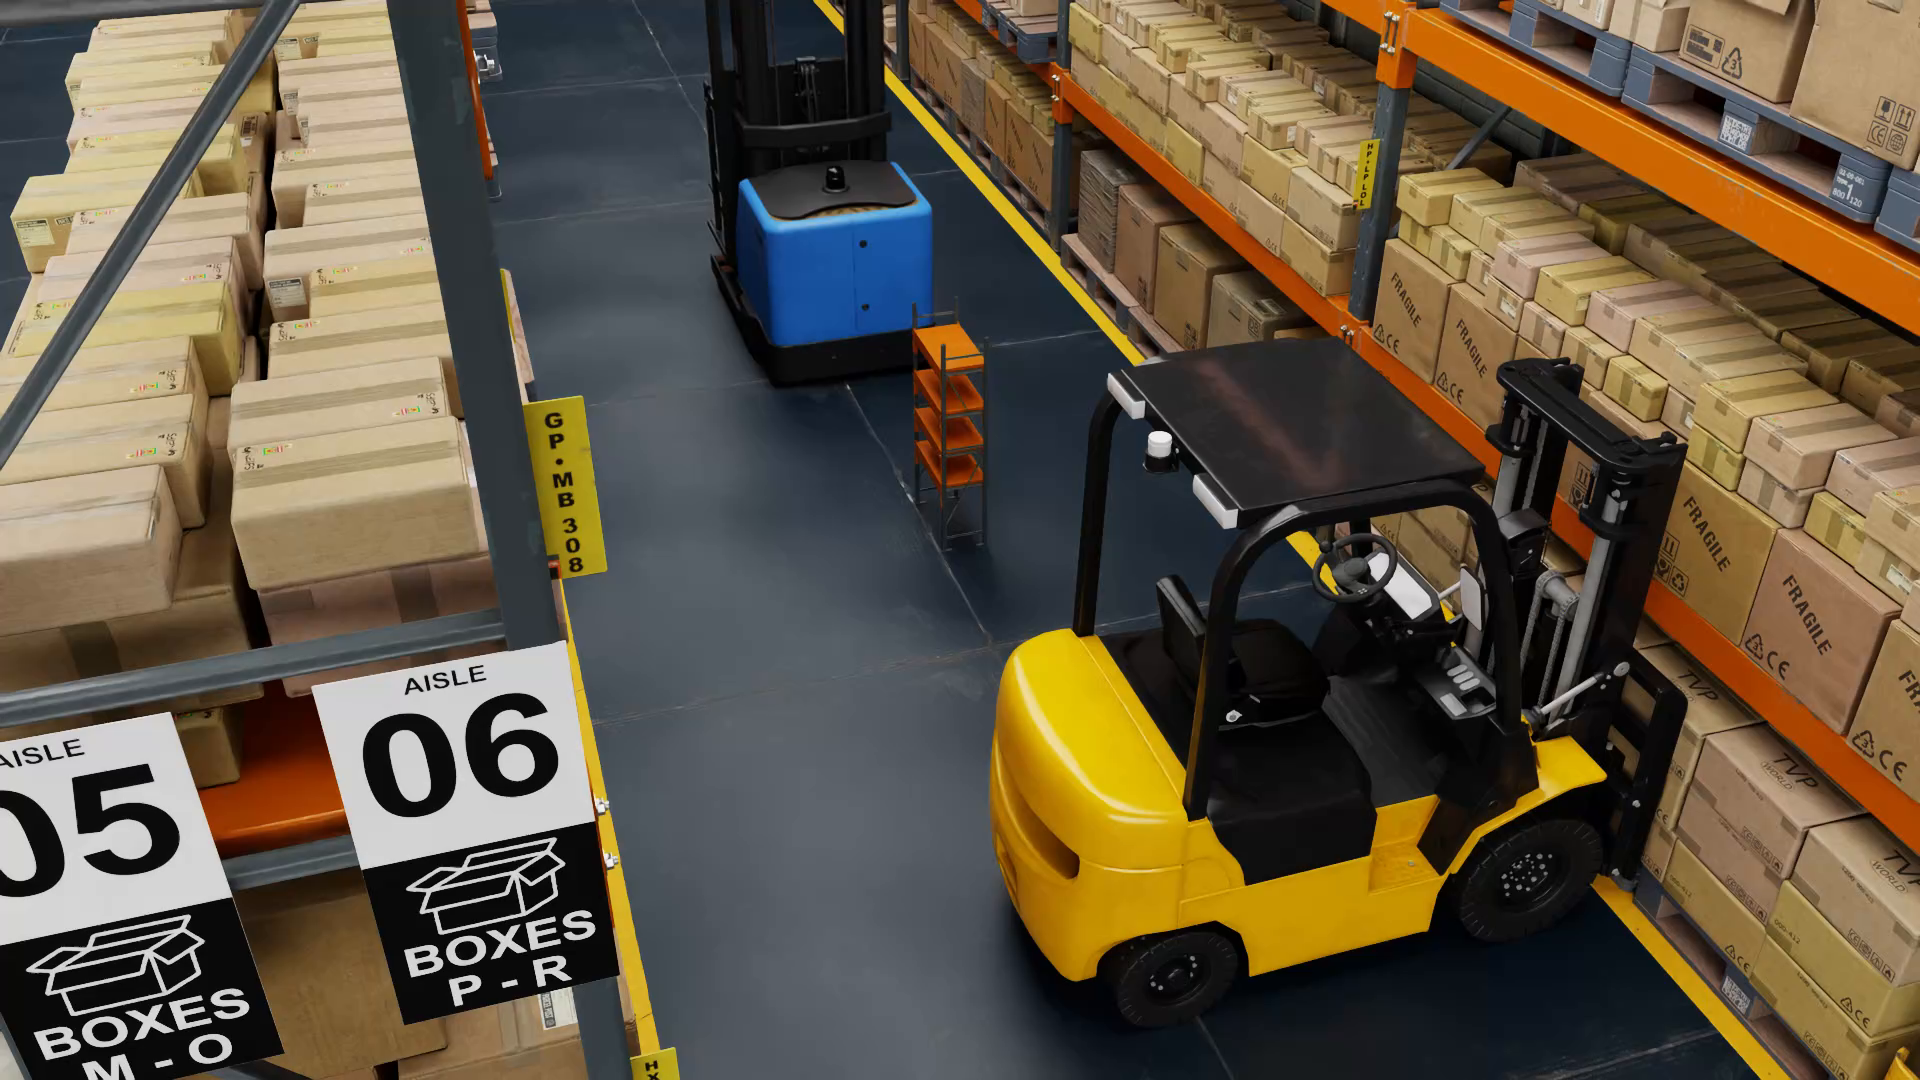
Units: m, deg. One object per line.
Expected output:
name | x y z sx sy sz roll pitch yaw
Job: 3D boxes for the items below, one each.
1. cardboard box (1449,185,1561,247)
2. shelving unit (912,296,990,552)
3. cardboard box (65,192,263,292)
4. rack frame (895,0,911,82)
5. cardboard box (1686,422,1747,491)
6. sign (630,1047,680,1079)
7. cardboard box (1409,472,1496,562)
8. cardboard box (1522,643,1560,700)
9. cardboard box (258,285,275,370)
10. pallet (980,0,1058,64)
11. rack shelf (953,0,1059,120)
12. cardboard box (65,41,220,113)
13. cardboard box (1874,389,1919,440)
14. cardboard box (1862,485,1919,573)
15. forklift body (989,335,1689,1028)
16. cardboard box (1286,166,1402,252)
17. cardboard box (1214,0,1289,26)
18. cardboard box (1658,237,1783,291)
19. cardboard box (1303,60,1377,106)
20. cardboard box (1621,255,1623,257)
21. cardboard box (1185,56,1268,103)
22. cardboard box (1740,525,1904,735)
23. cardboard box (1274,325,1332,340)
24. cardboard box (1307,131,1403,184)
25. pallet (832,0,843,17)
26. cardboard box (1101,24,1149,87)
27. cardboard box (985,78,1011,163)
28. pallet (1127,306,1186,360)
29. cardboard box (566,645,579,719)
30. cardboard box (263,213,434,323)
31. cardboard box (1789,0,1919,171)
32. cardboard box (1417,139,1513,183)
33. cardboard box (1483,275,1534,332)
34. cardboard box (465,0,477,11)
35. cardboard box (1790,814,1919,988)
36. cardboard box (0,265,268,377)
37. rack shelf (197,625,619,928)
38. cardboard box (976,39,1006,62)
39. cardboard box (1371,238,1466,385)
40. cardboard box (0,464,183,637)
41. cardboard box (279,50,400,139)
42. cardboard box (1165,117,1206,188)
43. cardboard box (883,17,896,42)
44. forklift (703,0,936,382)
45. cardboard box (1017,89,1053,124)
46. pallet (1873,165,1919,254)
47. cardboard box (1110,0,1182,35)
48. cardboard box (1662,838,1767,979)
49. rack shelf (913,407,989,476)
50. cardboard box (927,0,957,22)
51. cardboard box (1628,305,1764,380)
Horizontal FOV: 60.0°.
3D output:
cardboard box | 2.359 -1.407 7.209 0.380 0.149 0.250 -9 35 -14
shelving unit | -0.051 -0.587 8.551 0.258 1.200 0.503 -10 35 -15
cardboard box | -1.817 -0.663 3.817 0.380 0.149 0.250 -11 35 -16
rack frame | -0.078 -5.507 14.363 1.000 3.000 0.127 -10 35 -15
cardboard box | 2.795 -0.323 5.839 0.380 0.149 0.250 -10 35 -14
sign | -0.627 1.178 3.462 0.100 0.325 0.005 -10 35 -15
cardboard box | 2.357 -0.175 7.500 0.500 0.250 0.500 -10 35 -15
cardboard box | 2.667 0.558 6.845 0.500 0.250 0.500 -10 35 -15
cardboard box | -1.369 -0.525 3.969 0.500 0.250 0.500 -9 35 -13
pallet | 0.868 -3.671 11.759 1.213 0.211 1.003 -10 35 -15
rack shelf | 0.532 -4.157 12.972 1.077 0.370 4.000 -10 35 -15
cardboard box | -2.345 -1.315 4.803 0.380 0.149 0.250 -10 35 -15
cardboard box | 3.376 -0.401 5.687 0.380 0.149 0.250 -9 34 -13
cardboard box | 3.062 -0.053 5.160 0.380 0.149 0.250 -9 35 -14
forklift body | 1.266 0.459 6.105 2.313 2.155 1.214 -10 35 -15
cardboard box | 1.969 -1.668 8.235 0.500 0.250 0.500 -11 35 -16
cardboard box | 1.782 -3.200 10.194 0.380 0.149 0.250 -11 35 -16
cardboard box | 3.074 -1.091 6.731 0.380 0.149 0.250 -11 35 -15
cardboard box | 2.120 -2.518 9.161 0.380 0.149 0.250 -10 35 -15
cardboard box | 2.887 -1.228 7.208 0.380 0.149 0.250 -9 35 -14
cardboard box | 1.474 -2.553 9.214 0.380 0.149 0.250 -11 35 -16
cardboard box | 3.033 0.263 5.540 0.500 0.500 0.500 -9 34 -13
cardboard box | 2.192 -0.763 8.957 0.875 0.625 0.625 -8 34 -13
cardboard box | 1.950 -1.894 8.216 0.380 0.149 0.250 -11 35 -15
pallet | -0.663 -5.346 16.649 1.003 0.211 1.213 -10 35 -15
cardboard box | 1.196 -3.016 10.276 0.500 0.250 0.500 -9 34 -13
cardboard box | 0.503 -3.264 12.855 0.500 0.500 0.500 -9 34 -13
pallet | 1.724 -1.165 10.322 1.003 0.211 1.213 -10 35 -15
cardboard box | -0.936 0.255 3.151 0.380 0.149 0.250 -10 35 -15
cardboard box | -1.340 -0.600 3.720 0.380 0.149 0.250 -10 35 -15
cardboard box | 2.998 -1.463 4.960 0.700 0.500 0.500 -10 35 -14
cardboard box | 2.459 -1.840 8.134 0.380 0.149 0.250 -11 35 -16
cardboard box | 2.400 -0.998 6.860 0.380 0.149 0.250 -9 35 -14
cardboard box | -2.160 -2.208 6.405 0.500 0.250 0.500 -11 35 -16
cardboard box | 3.145 1.159 5.482 0.500 0.250 0.500 -9 34 -13
cardboard box | -1.872 -0.442 3.844 0.500 0.250 0.500 -9 35 -13
rack shelf | -1.754 -0.371 4.523 1.077 0.370 4.000 -10 35 -15
cardboard box | 0.346 -3.865 13.176 0.380 0.149 0.250 -10 35 -15
cardboard box | 2.249 -1.072 7.560 0.500 0.500 0.500 -11 35 -16
cardboard box | -1.528 0.023 2.778 0.380 0.149 0.250 -10 35 -14
cardboard box | -1.727 -1.275 4.743 0.380 0.149 0.250 -11 35 -16
cardboard box | 1.513 -2.263 9.591 0.500 0.250 0.500 -9 34 -13
cardboard box | -0.528 -4.736 15.401 0.380 0.149 0.250 -11 35 -16
forklift | -1.083 -2.984 10.607 1.130 2.935 3.031 -10 35 -15
cardboard box | 0.637 -3.165 12.116 0.380 0.149 0.250 -12 35 -17
pallet | 3.391 -0.797 4.594 1.003 0.211 1.213 -10 35 -15
cardboard box | 1.144 -3.232 10.241 0.380 0.149 0.250 -9 35 -13
cardboard box | 2.995 1.309 6.161 0.500 0.250 0.500 -10 35 -15
rack shelf | -0.051 -0.531 8.588 0.258 0.148 0.480 -10 35 -15
cardboard box | -0.064 -4.544 14.205 0.380 0.149 0.250 -11 35 -16
cardboard box | 2.738 -0.735 6.193 0.380 0.149 0.250 -10 35 -15
